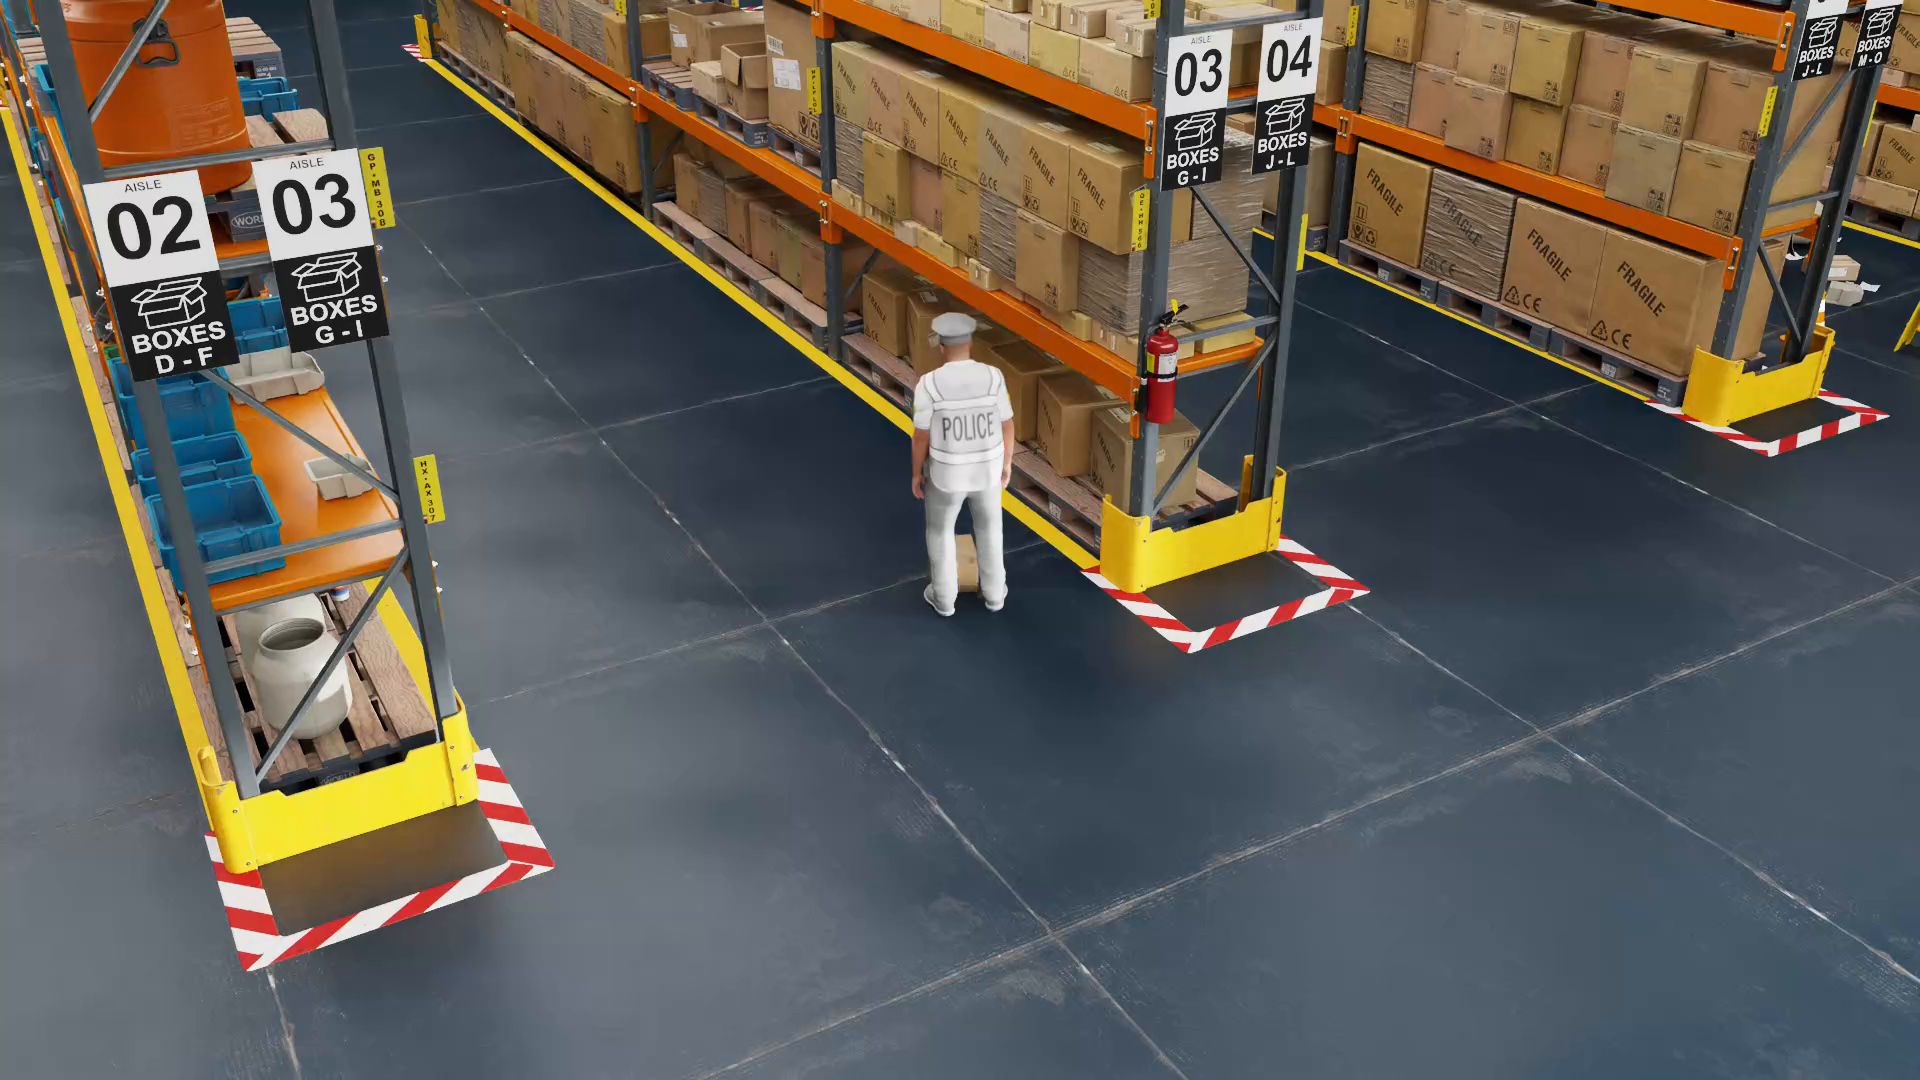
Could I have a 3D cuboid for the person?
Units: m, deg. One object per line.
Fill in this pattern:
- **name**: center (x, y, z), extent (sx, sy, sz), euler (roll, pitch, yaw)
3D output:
- **person**: center (0.016, -0.381, 9.250), extent (0.590, 1.746, 0.436), euler (-6, 29, -11)
